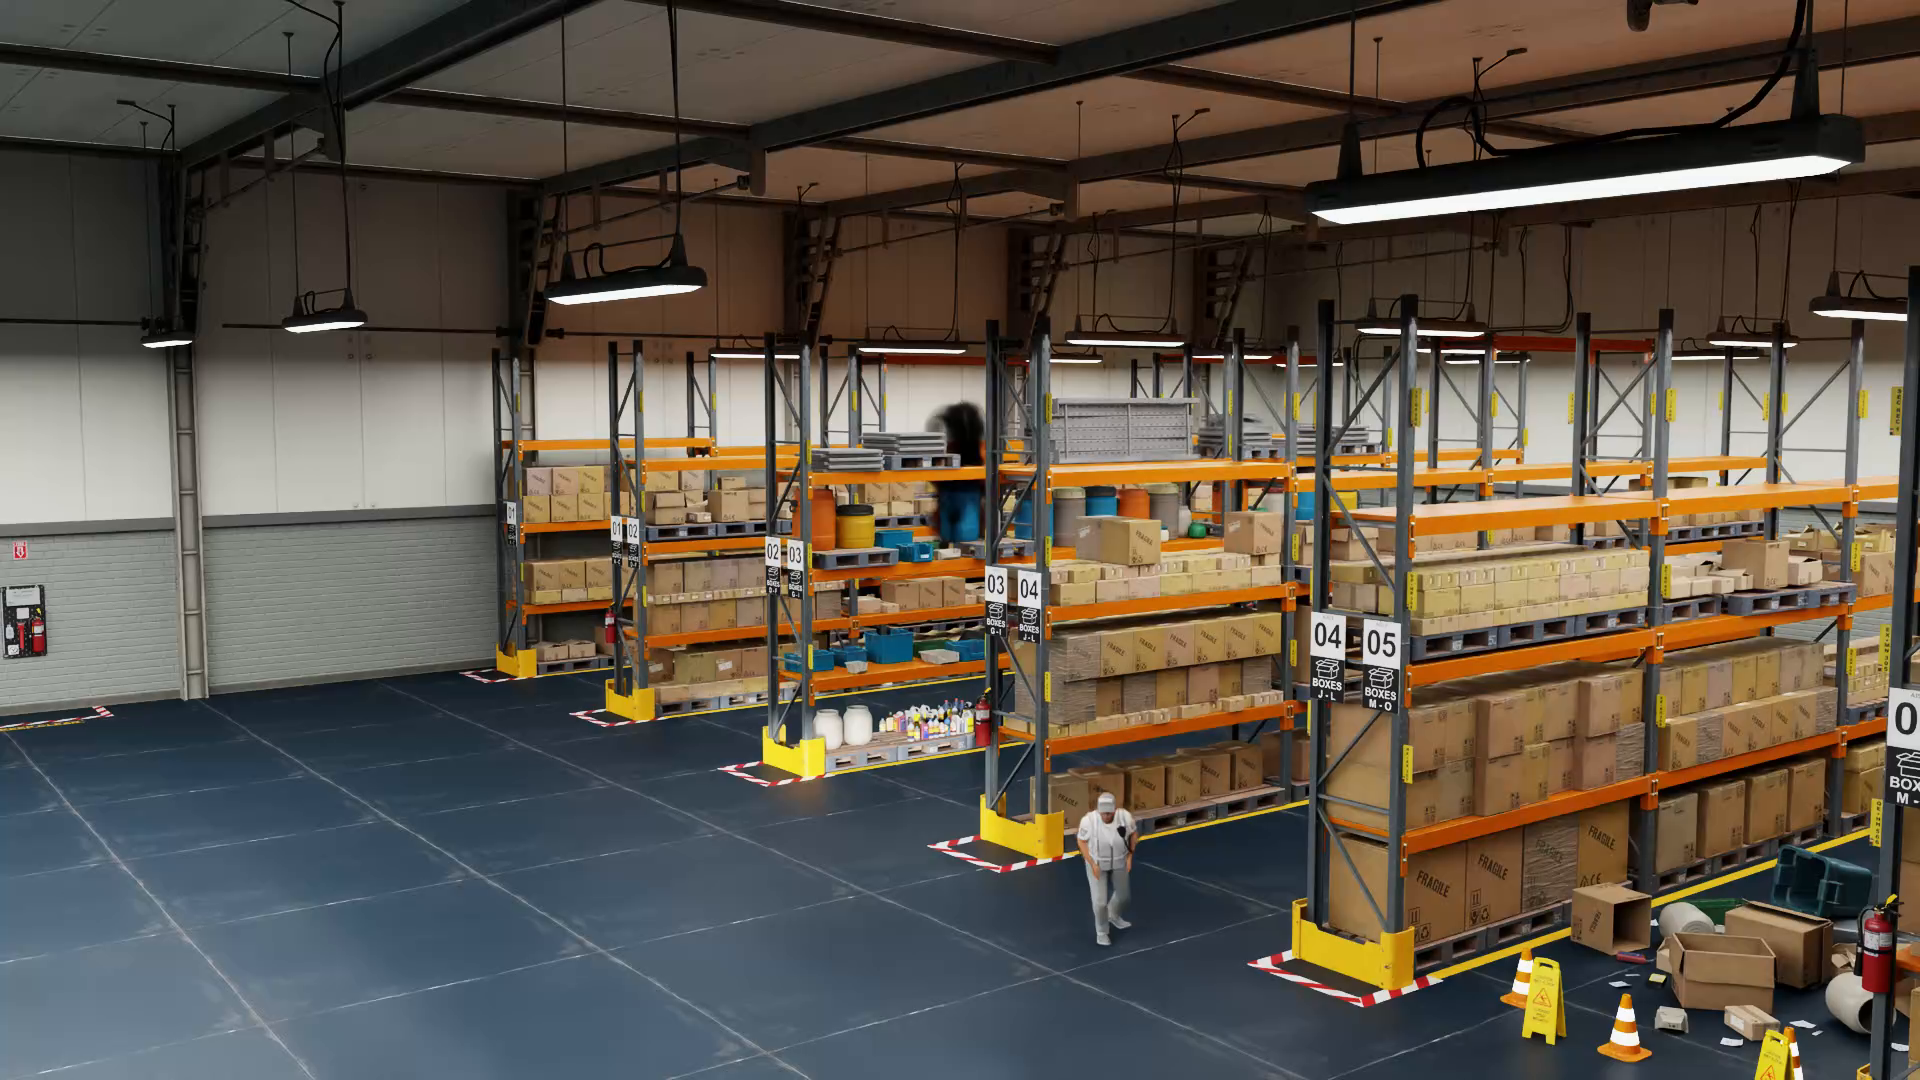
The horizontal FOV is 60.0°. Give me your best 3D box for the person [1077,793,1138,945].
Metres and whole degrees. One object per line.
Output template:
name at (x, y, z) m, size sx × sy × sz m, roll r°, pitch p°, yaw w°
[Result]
person at (1.400, 3.045, 15.617) m, size 0.645 × 1.514 × 0.918 m, roll -1°, pitch 5°, yaw -11°
